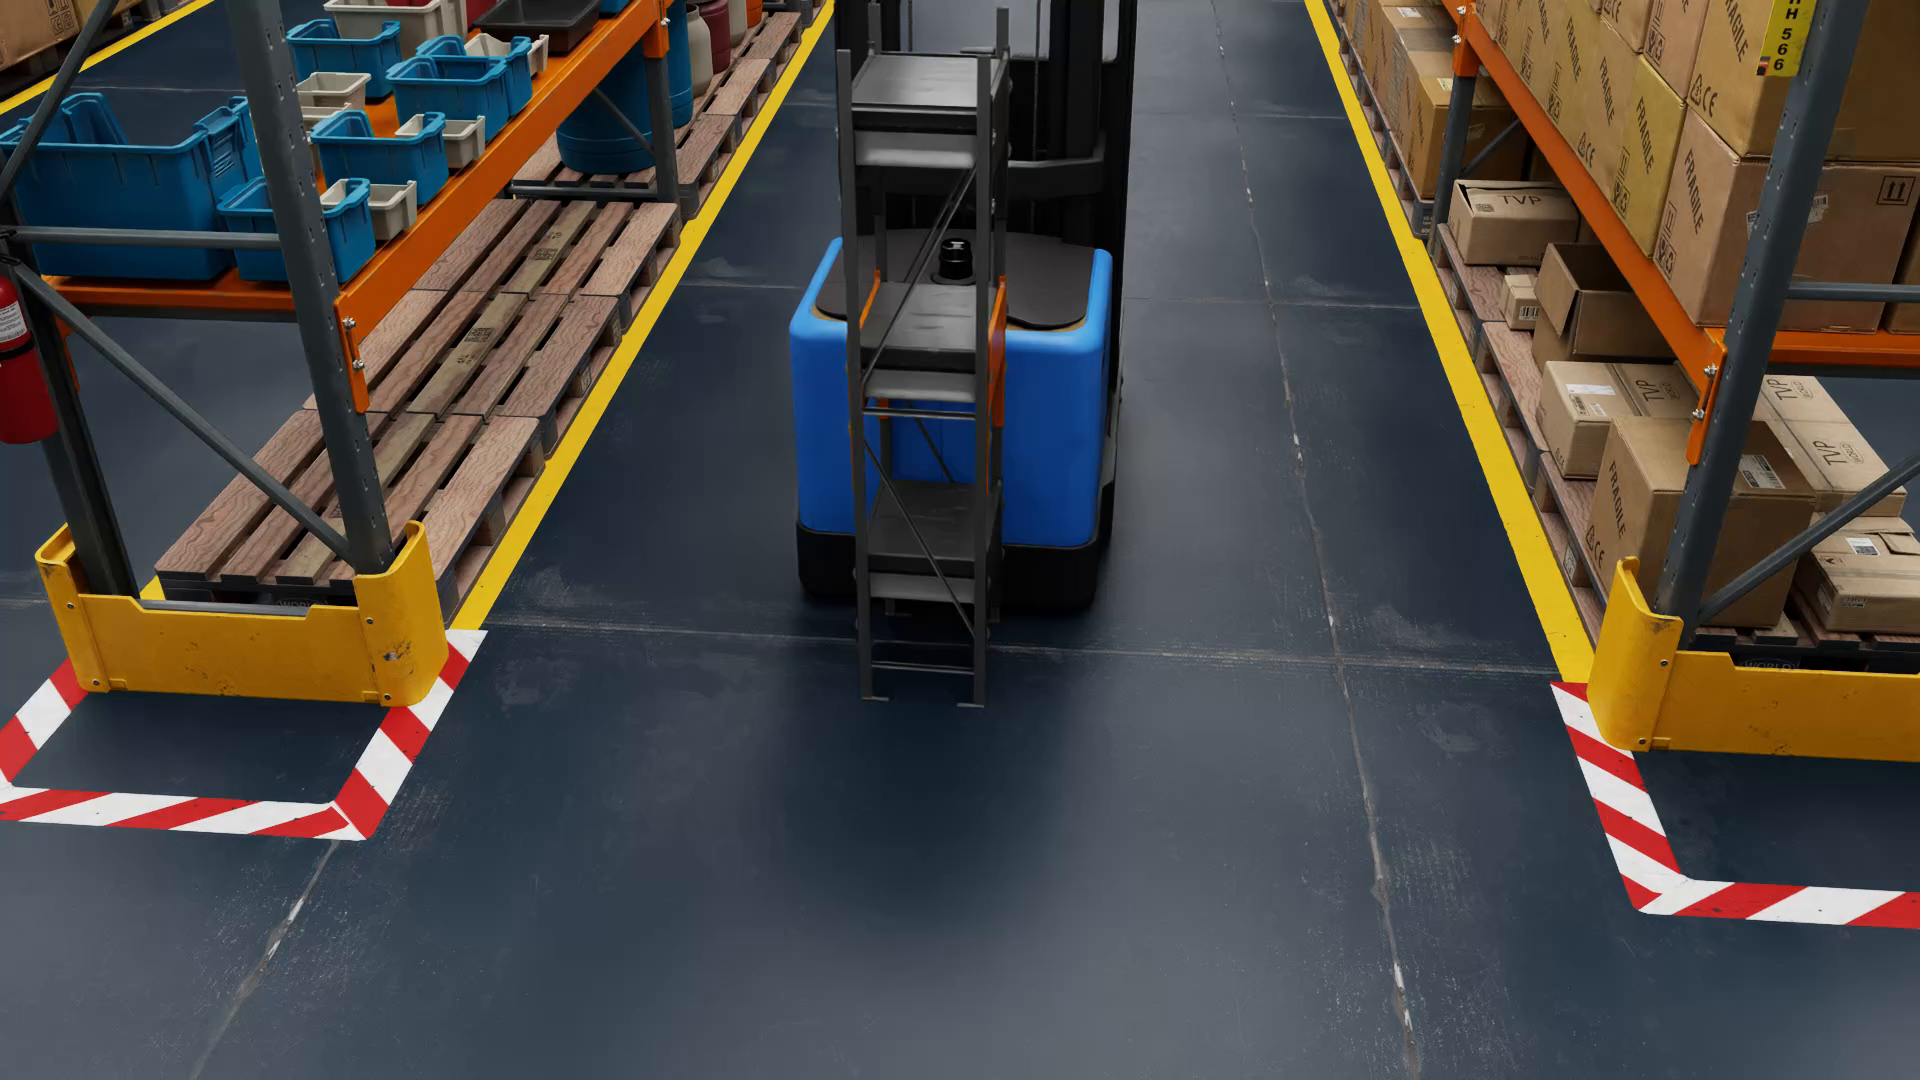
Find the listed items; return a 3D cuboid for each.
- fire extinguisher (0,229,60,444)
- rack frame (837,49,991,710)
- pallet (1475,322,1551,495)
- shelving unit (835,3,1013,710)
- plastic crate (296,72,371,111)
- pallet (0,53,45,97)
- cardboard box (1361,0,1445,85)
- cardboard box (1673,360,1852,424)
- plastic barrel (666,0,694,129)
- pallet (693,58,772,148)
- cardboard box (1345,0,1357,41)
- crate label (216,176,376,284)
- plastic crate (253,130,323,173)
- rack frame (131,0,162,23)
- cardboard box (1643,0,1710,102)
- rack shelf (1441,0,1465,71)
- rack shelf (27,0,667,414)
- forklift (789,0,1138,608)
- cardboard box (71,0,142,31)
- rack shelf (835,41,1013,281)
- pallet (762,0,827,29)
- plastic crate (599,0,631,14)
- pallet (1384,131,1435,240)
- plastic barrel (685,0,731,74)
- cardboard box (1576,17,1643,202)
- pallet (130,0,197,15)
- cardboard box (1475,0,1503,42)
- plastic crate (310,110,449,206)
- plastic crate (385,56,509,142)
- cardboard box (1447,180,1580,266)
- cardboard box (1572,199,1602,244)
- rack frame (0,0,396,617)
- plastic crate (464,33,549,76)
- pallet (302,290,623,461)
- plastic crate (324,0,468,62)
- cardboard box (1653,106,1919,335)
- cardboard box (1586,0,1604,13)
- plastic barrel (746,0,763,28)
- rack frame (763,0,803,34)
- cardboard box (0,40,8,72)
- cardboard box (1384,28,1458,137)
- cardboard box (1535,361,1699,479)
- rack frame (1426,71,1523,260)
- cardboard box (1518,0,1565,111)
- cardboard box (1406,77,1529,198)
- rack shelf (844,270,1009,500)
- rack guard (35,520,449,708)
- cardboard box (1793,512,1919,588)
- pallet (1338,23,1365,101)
[{"bbox_3d":[-2.792,-0.610,4.810,0.296,0.674,0.183,2,32,4],"label":"fire extinguisher"},{"bbox_3d":[-0.120,-0.362,4.836,0.400,2.100,0.015,4,32,6],"label":"rack frame"},{"bbox_3d":[2.782,-0.553,6.947,1.003,0.211,1.213,2,32,4],"label":"pallet"},{"bbox_3d":[-0.091,-0.489,5.042,0.431,2.100,0.503,4,32,6],"label":"shelving unit"},{"bbox_3d":[-2.399,-1.662,6.282,0.298,0.136,0.250,2,32,4],"label":"plastic crate"},{"bbox_3d":[-6.853,-3.024,10.955,1.003,0.211,1.213,2,32,4],"label":"pallet"},{"bbox_3d":[2.857,-3.192,10.534,0.500,0.500,0.500,2,32,3],"label":"cardboard box"},{"bbox_3d":[3.019,-0.460,6.338,0.500,0.250,0.500,2,32,4],"label":"cardboard box"},{"bbox_3d":[-1.882,-2.892,9.684,0.600,0.901,0.708,2,32,4],"label":"plastic barrel"},{"bbox_3d":[-1.800,-2.807,10.604,1.003,0.211,1.213,2,32,4],"label":"pallet"},{"bbox_3d":[2.940,-3.728,11.404,0.500,0.500,0.500,4,32,6],"label":"cardboard box"},{"bbox_3d":[-1.978,-0.931,5.003,0.416,0.233,0.303,2,32,4],"label":"crate label"},{"bbox_3d":[-2.403,-1.360,5.791,0.396,0.136,0.243,2,32,4],"label":"plastic crate"},{"bbox_3d":[-6.612,-5.256,11.920,1.000,3.000,0.127,2,32,4],"label":"rack frame"},{"bbox_3d":[2.413,-1.625,4.979,0.500,0.500,0.500,3,32,5],"label":"cardboard box"},{"bbox_3d":[3.099,-3.479,9.722,1.077,0.370,4.000,2,32,4],"label":"rack shelf"},{"bbox_3d":[-2.164,-1.601,6.674,1.077,0.370,4.000,2,32,4],"label":"rack shelf"},{"bbox_3d":[0.120,-1.767,6.324,1.130,2.935,3.031,4,32,6],"label":"forklift"},{"bbox_3d":[-6.689,-4.170,11.783,1.225,0.875,0.875,1,32,2],"label":"cardboard box"},{"bbox_3d":[-0.091,-1.074,4.682,0.431,0.518,0.480,4,32,6],"label":"rack shelf"},{"bbox_3d":[-1.573,-4.261,12.963,1.003,0.211,1.213,2,32,4],"label":"pallet"},{"bbox_3d":[-1.699,-2.713,7.751,0.392,0.384,0.575,2,32,4],"label":"plastic crate"},{"bbox_3d":[2.964,-1.979,9.260,1.003,0.211,1.213,2,32,4],"label":"pallet"},{"bbox_3d":[-1.790,-3.350,10.725,0.600,0.588,0.708,2,32,4],"label":"plastic barrel"},{"bbox_3d":[2.460,-1.468,5.678,0.500,0.500,0.500,3,32,4],"label":"cardboard box"},{"bbox_3d":[-6.547,-4.478,13.314,1.003,0.211,1.213,2,32,4],"label":"pallet"},{"bbox_3d":[2.623,-2.527,7.396,0.500,0.500,0.500,3,32,5],"label":"cardboard box"},{"bbox_3d":[-1.925,-1.275,5.562,0.416,0.233,0.300,2,32,4],"label":"plastic crate"},{"bbox_3d":[-1.871,-1.619,6.121,0.416,0.233,0.300,2,32,4],"label":"plastic crate"},{"bbox_3d":[2.686,-1.572,8.085,0.500,0.311,0.500,2,32,4],"label":"cardboard box"},{"bbox_3d":[3.172,-1.552,7.873,0.500,0.500,0.500,2,32,4],"label":"cardboard box"},{"bbox_3d":[-2.327,-0.861,4.789,1.000,3.000,0.127,2,32,4],"label":"rack frame"},{"bbox_3d":[-1.843,-1.943,6.738,0.293,0.136,0.466,2,32,4],"label":"plastic crate"},{"bbox_3d":[-2.119,-0.740,7.250,1.003,0.211,1.213,2,32,4],"label":"pallet"},{"bbox_3d":[-2.309,-2.137,6.915,0.437,0.282,0.530,2,32,4],"label":"plastic crate"},{"bbox_3d":[2.375,-0.936,4.815,0.500,0.500,0.500,3,32,5],"label":"cardboard box"},{"bbox_3d":[2.492,-2.165,5.855,0.500,0.500,0.500,3,32,6],"label":"cardboard box"},{"bbox_3d":[-1.698,-4.043,11.619,0.600,0.830,0.708,2,32,4],"label":"plastic barrel"},{"bbox_3d":[-1.675,-5.045,11.577,1.000,3.000,0.127,2,32,4],"label":"rack frame"},{"bbox_3d":[-6.833,-3.242,10.276,1.225,0.875,0.875,1,32,2],"label":"cardboard box"},{"bbox_3d":[2.780,-2.653,9.659,0.500,0.500,0.500,3,32,5],"label":"cardboard box"},{"bbox_3d":[2.516,-0.455,6.330,0.500,0.250,0.500,2,32,4],"label":"cardboard box"},{"bbox_3d":[2.936,-2.739,7.836,1.000,3.000,0.127,2,32,4],"label":"rack frame"},{"bbox_3d":[2.541,-1.998,6.537,0.500,0.500,0.500,2,32,4],"label":"cardboard box"},{"bbox_3d":[2.690,-2.133,8.815,0.500,0.500,0.500,2,32,4],"label":"cardboard box"},{"bbox_3d":[-0.091,-0.478,5.050,0.431,0.518,0.480,4,32,6],"label":"rack shelf"},{"bbox_3d":[-2.316,0.216,5.423,1.175,0.500,0.348,2,32,4],"label":"rack guard"},{"bbox_3d":[3.007,0.036,5.614,0.380,0.166,0.250,2,32,4],"label":"cardboard box"},{"bbox_3d":[3.163,-3.255,11.331,1.003,0.211,1.213,2,32,4],"label":"pallet"}]
